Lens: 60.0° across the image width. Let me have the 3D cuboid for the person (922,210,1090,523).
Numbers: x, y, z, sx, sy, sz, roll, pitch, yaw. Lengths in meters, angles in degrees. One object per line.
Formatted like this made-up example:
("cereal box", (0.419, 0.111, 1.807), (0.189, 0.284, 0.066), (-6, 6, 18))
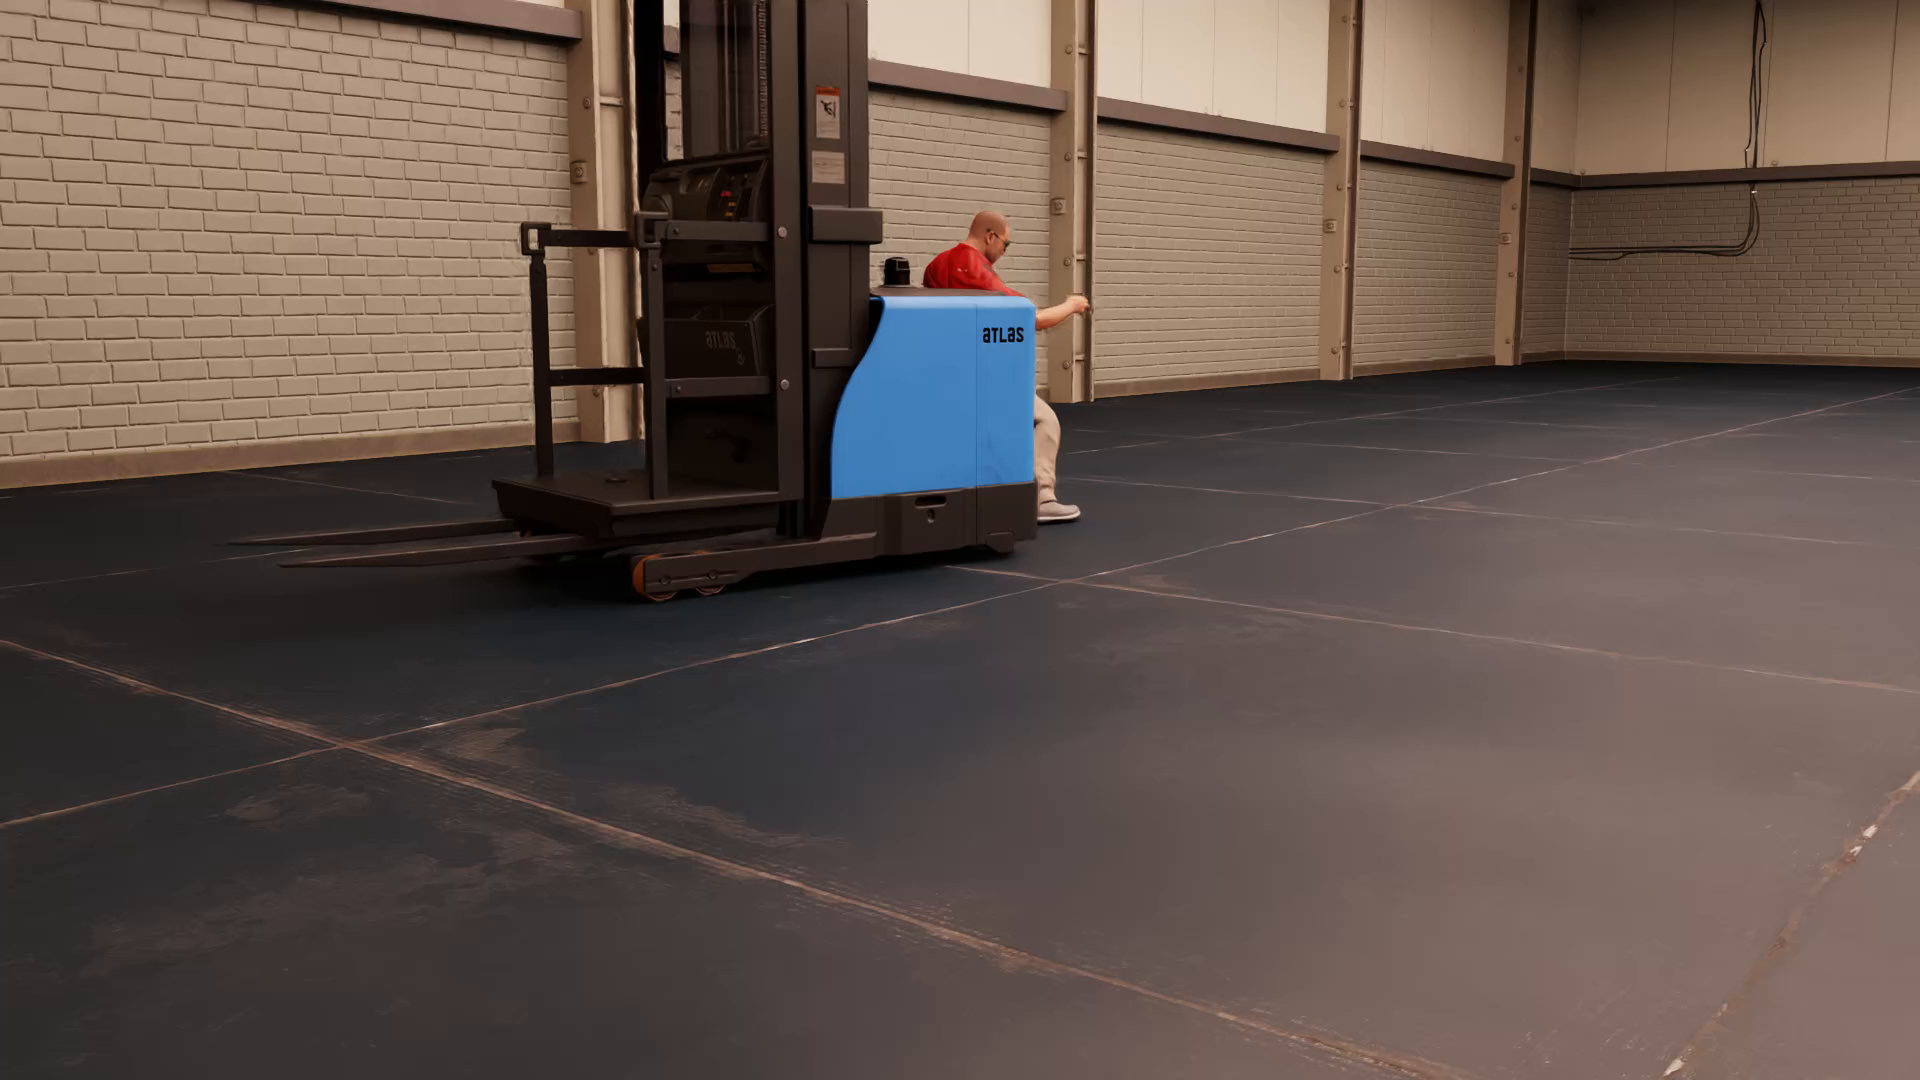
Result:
("person", (0.216, -0.867, 8.203), (0.785, 1.474, 0.916), (-5, 10, -31))

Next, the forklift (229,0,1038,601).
("forklift", (-1.156, -1.318, 6.288), (3.031, 2.935, 1.130), (-6, 10, -37))
